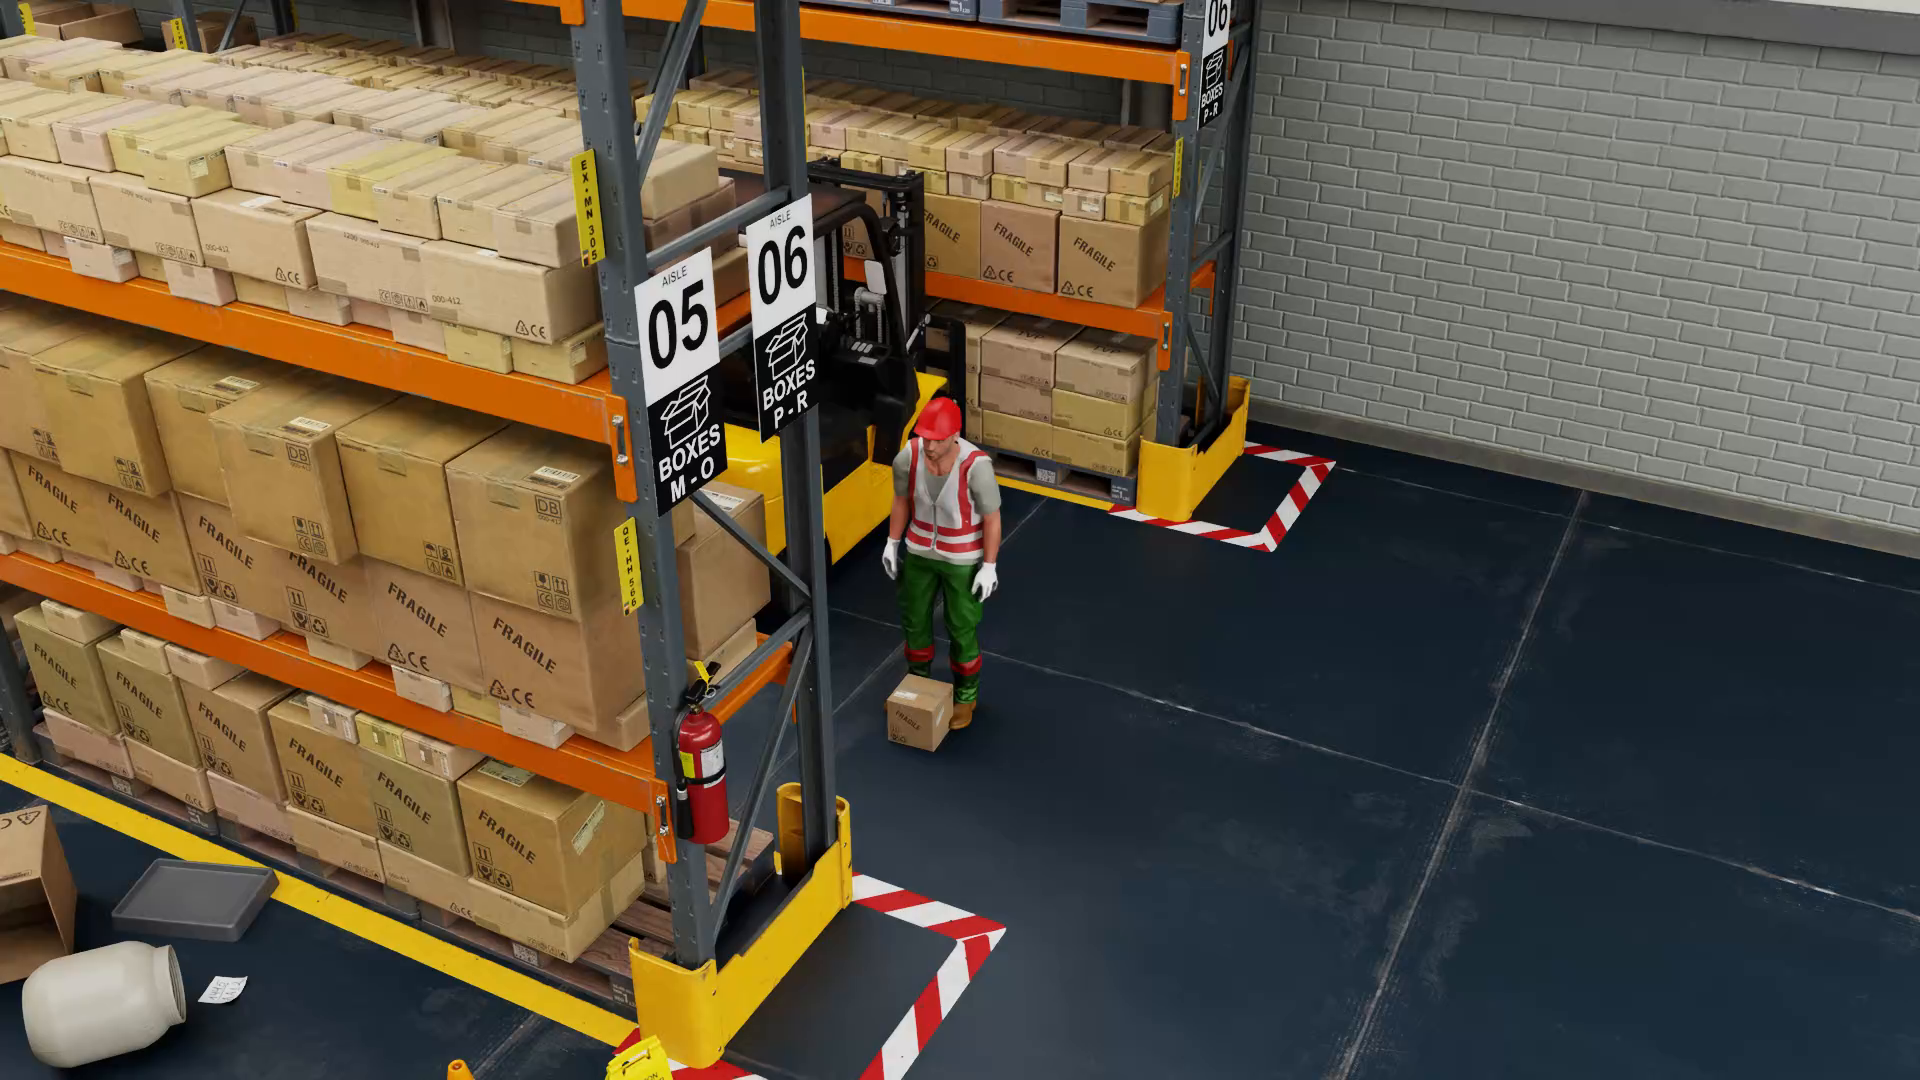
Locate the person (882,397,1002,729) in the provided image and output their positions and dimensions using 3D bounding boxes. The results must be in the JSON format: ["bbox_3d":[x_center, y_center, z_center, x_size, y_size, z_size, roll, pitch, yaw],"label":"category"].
[{"bbox_3d":[-0.094,0.096,8.113,0.609,1.779,0.449,13,32,21],"label":"person"}]
